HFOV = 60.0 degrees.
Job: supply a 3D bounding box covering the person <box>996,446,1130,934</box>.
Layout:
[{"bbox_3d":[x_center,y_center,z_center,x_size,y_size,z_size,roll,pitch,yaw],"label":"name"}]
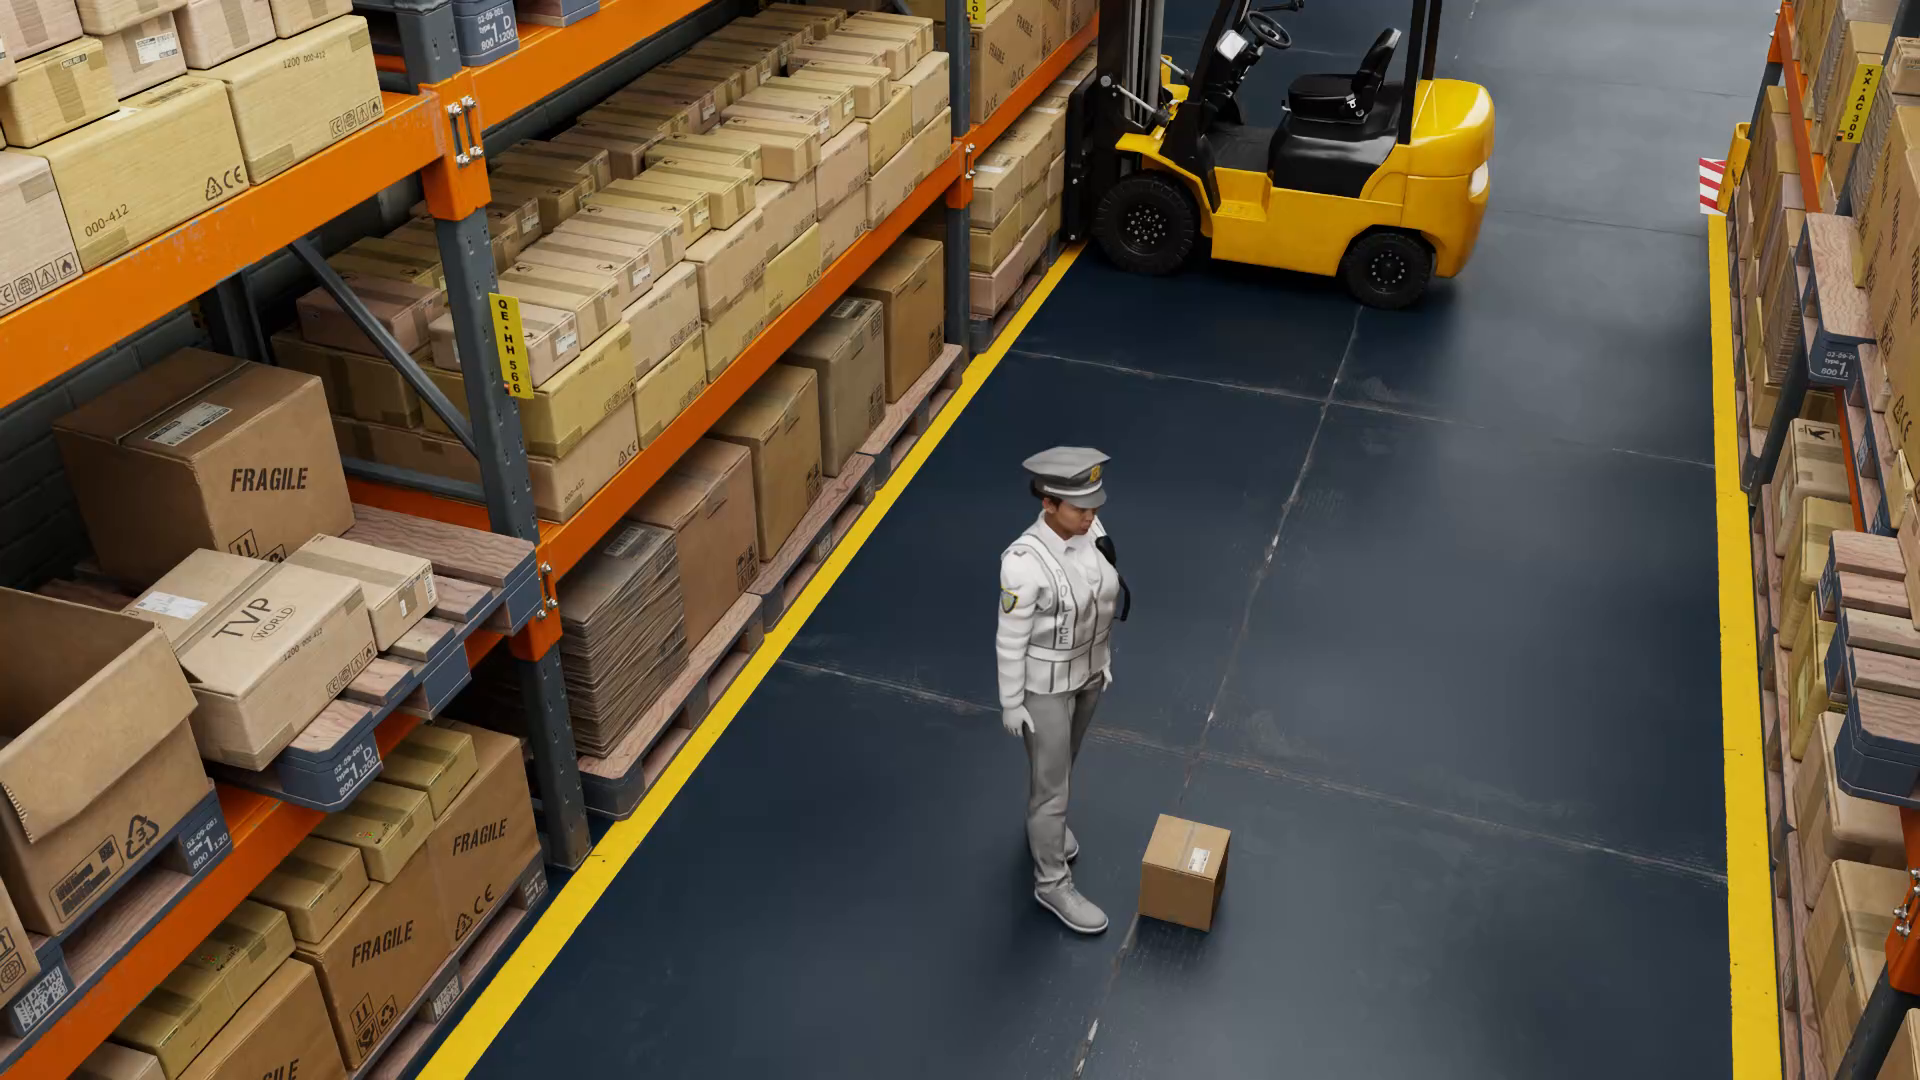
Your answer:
[{"bbox_3d":[0.377,0.468,5.414,0.557,1.670,0.500,26,41,33],"label":"person"}]
